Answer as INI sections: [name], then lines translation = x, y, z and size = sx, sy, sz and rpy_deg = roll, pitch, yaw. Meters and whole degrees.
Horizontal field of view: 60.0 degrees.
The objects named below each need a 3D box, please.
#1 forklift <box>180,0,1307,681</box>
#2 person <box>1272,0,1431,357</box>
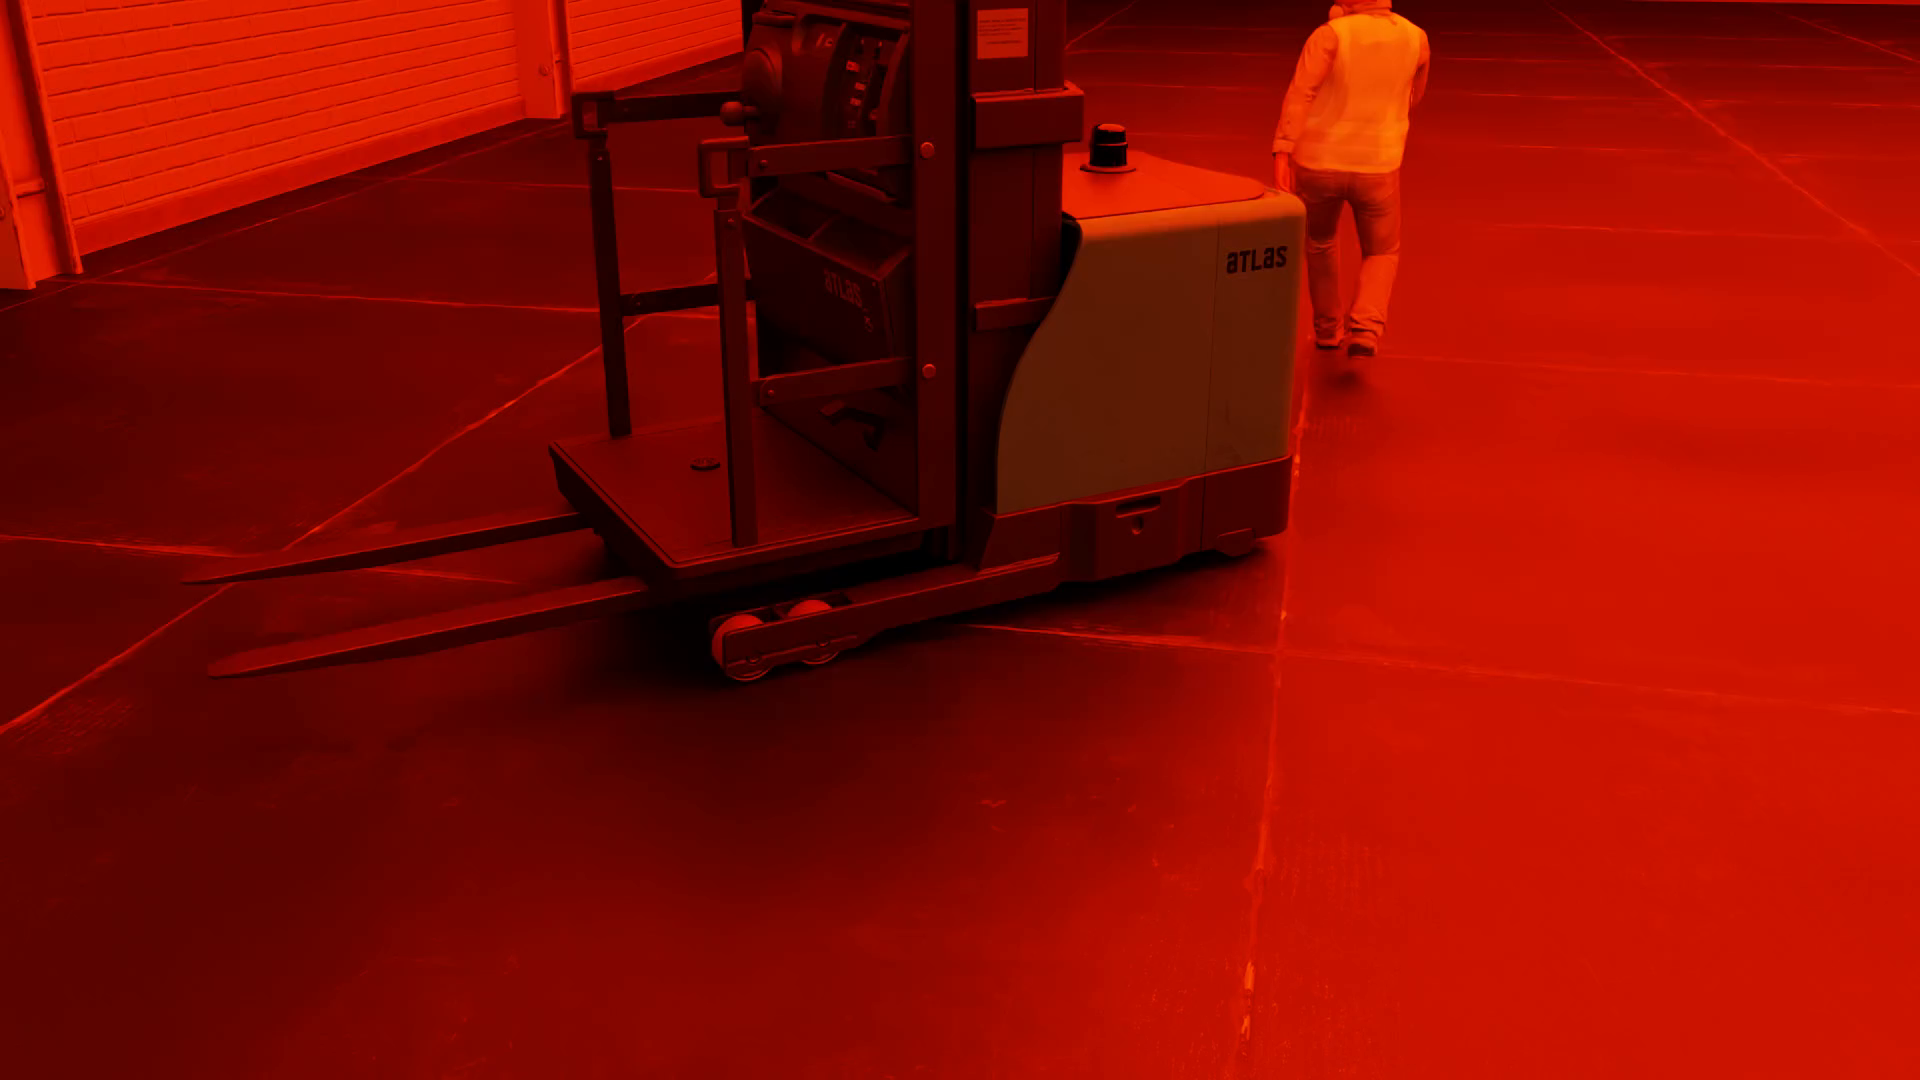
[forklift]
translation = -0.544, -1.223, 4.266
size = 3.031, 2.935, 1.130
rpy_deg = -12, 25, -26
[person]
translation = 1.569, -1.555, 6.754
size = 0.582, 1.692, 0.824
rpy_deg = 5, 23, 11
